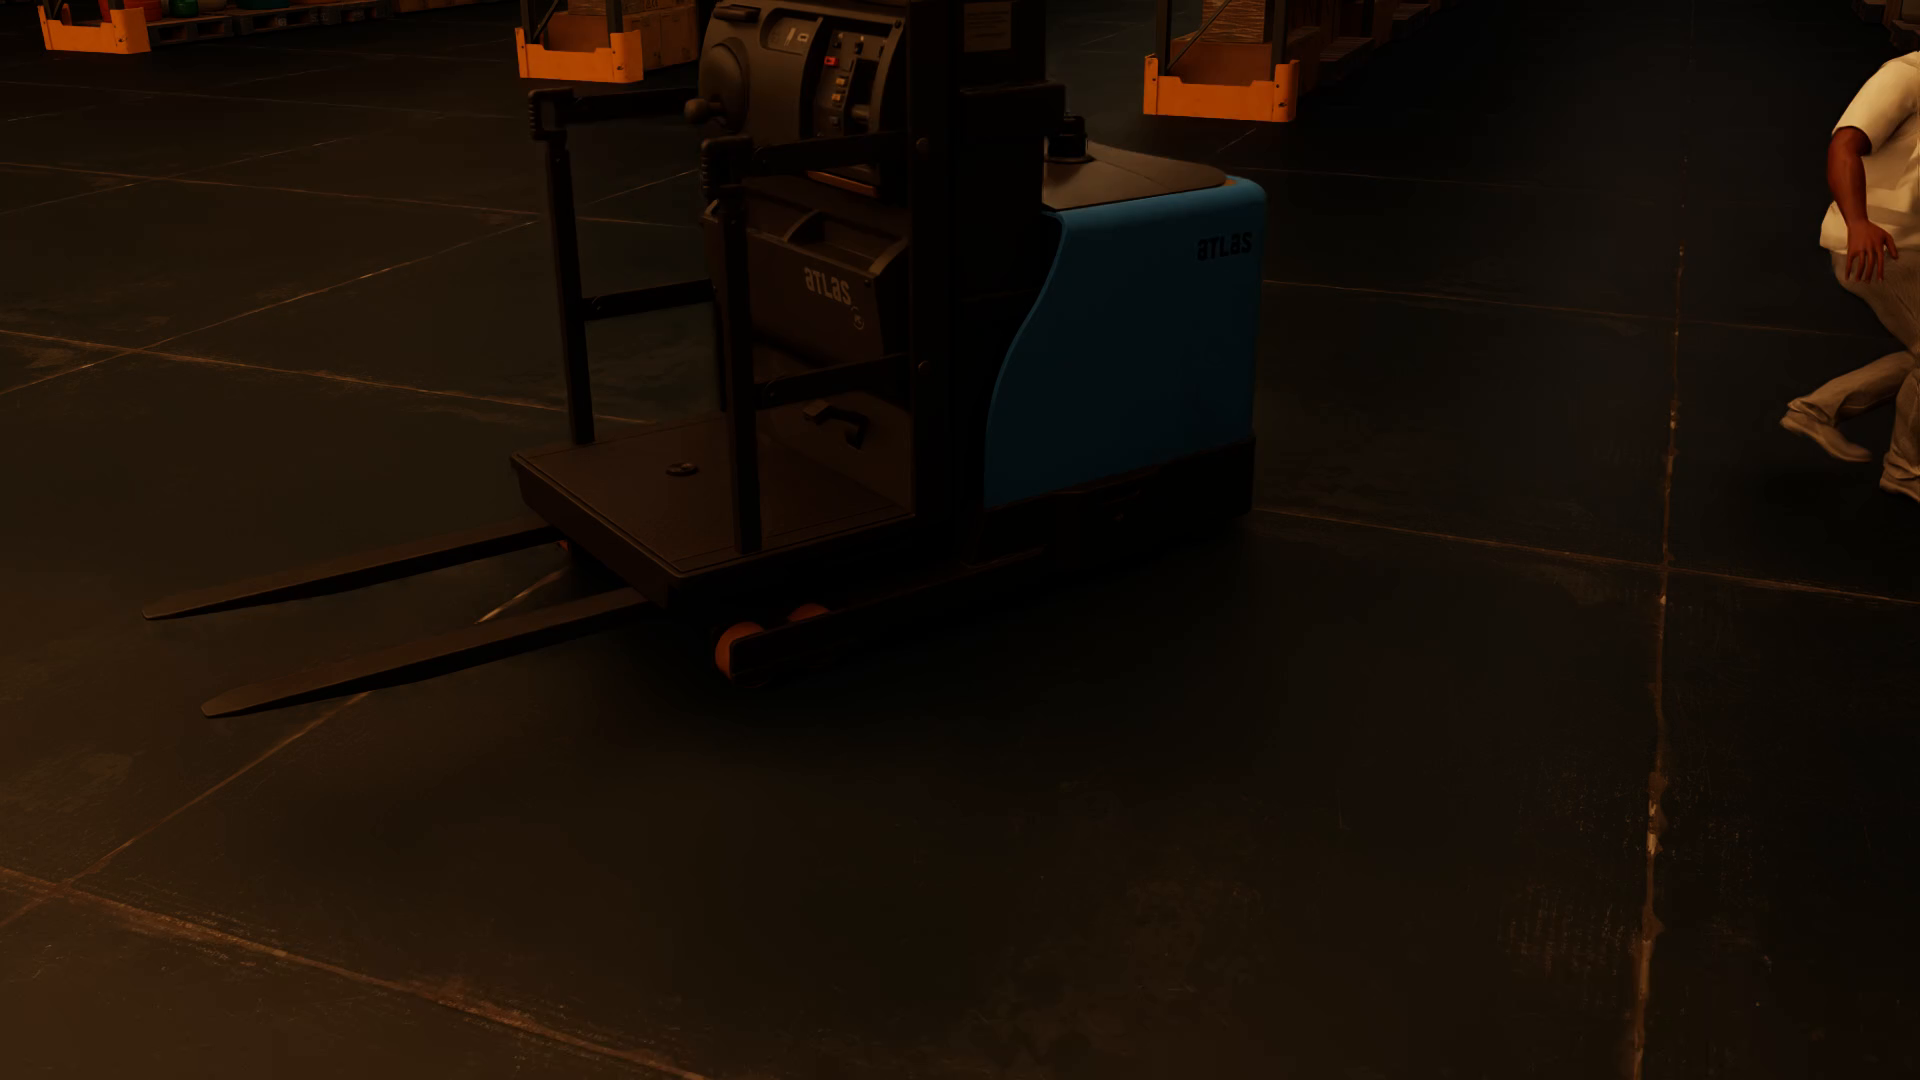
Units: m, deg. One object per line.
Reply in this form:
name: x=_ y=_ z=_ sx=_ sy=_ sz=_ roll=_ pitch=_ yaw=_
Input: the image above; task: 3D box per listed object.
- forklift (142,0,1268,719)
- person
forklift: x=-0.593 y=-1.208 z=4.183 sx=3.031 sy=2.935 sz=1.130 roll=-15 pitch=27 yaw=-32
person: x=3.029 y=-0.884 z=5.090 sx=0.923 sy=1.631 sz=0.841 roll=-17 pitch=28 yaw=-35
